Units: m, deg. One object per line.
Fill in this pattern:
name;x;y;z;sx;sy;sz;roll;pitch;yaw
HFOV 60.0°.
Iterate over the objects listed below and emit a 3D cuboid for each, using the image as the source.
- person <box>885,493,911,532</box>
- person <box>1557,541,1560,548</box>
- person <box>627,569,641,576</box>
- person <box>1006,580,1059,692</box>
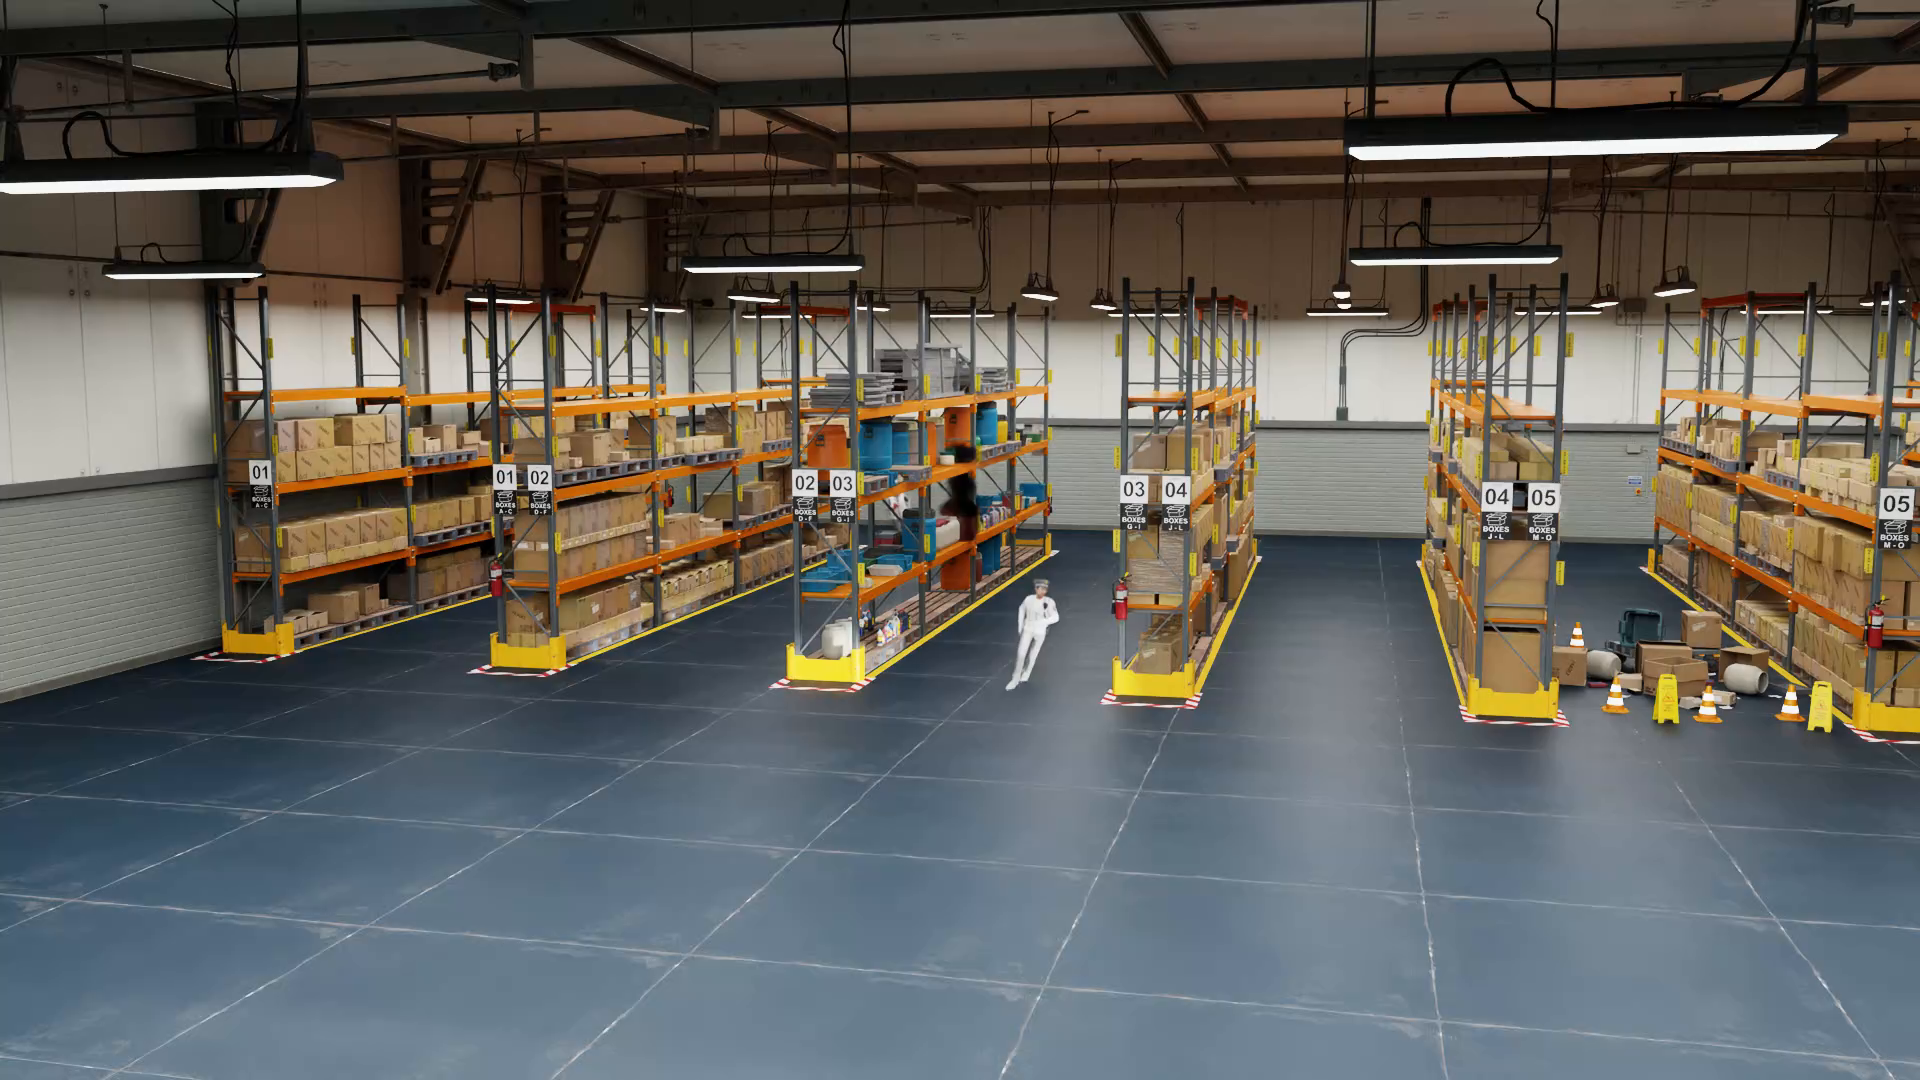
person;-1.483;-0.555;40.997;0.757;1.772;0.693;0;7;-3
person;13.973;-0.470;39.977;0.897;1.748;0.707;-1;7;-7
person;-6.962;0.123;35.345;0.595;1.648;0.621;2;7;14
person;1.077;1.374;24.630;0.771;1.644;0.712;0;7;4
